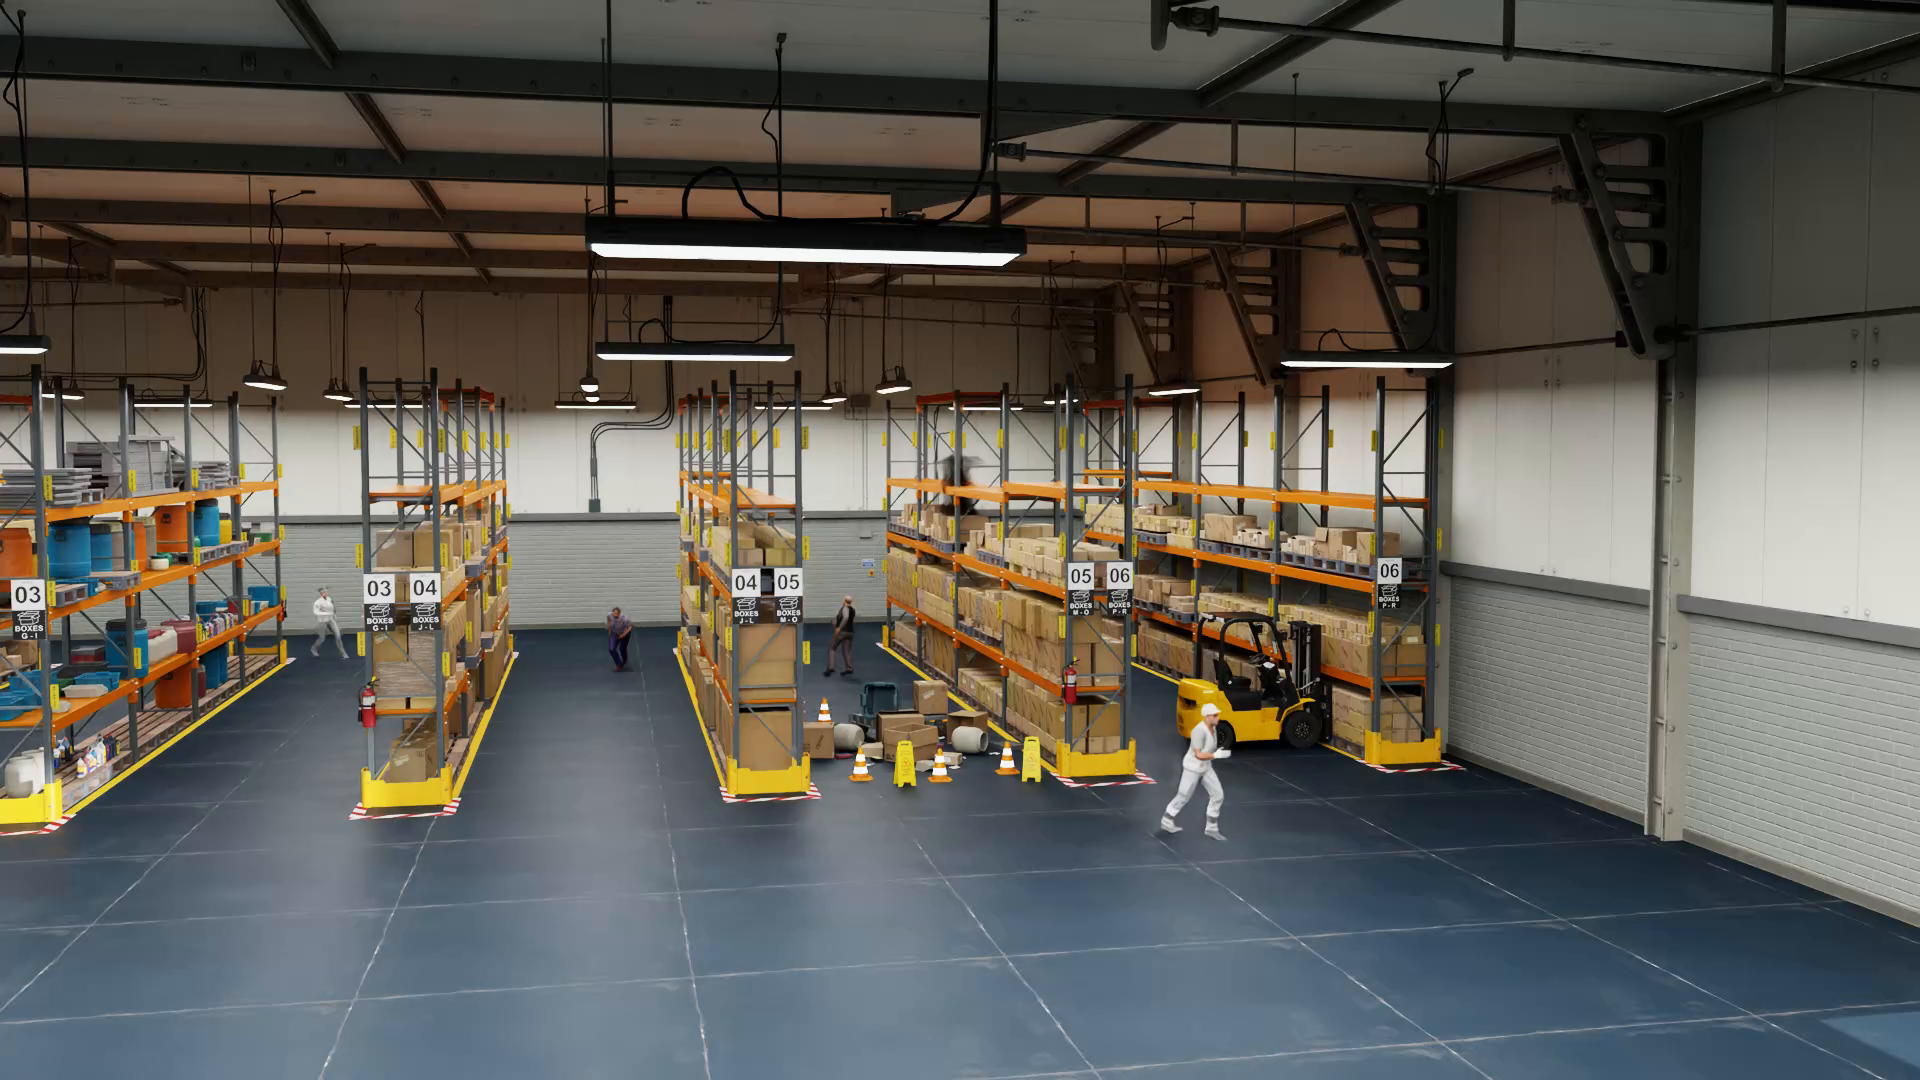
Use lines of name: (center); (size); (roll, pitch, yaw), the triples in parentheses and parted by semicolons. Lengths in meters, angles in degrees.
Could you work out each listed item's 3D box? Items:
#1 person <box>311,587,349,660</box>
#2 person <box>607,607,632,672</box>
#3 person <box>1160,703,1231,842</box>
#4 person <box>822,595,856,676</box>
person: (-14.546, 1.899, 38.128); (0.939, 1.684, 0.617); (2, 4, 32)
person: (-7.420, 2.146, 36.468); (0.598, 1.434, 1.085); (0, 3, 4)
person: (2.988, 2.892, 20.809); (0.992, 1.752, 0.695); (3, 4, 37)
person: (-2.480, 2.044, 35.470); (0.687, 1.696, 0.794); (3, 4, 38)
